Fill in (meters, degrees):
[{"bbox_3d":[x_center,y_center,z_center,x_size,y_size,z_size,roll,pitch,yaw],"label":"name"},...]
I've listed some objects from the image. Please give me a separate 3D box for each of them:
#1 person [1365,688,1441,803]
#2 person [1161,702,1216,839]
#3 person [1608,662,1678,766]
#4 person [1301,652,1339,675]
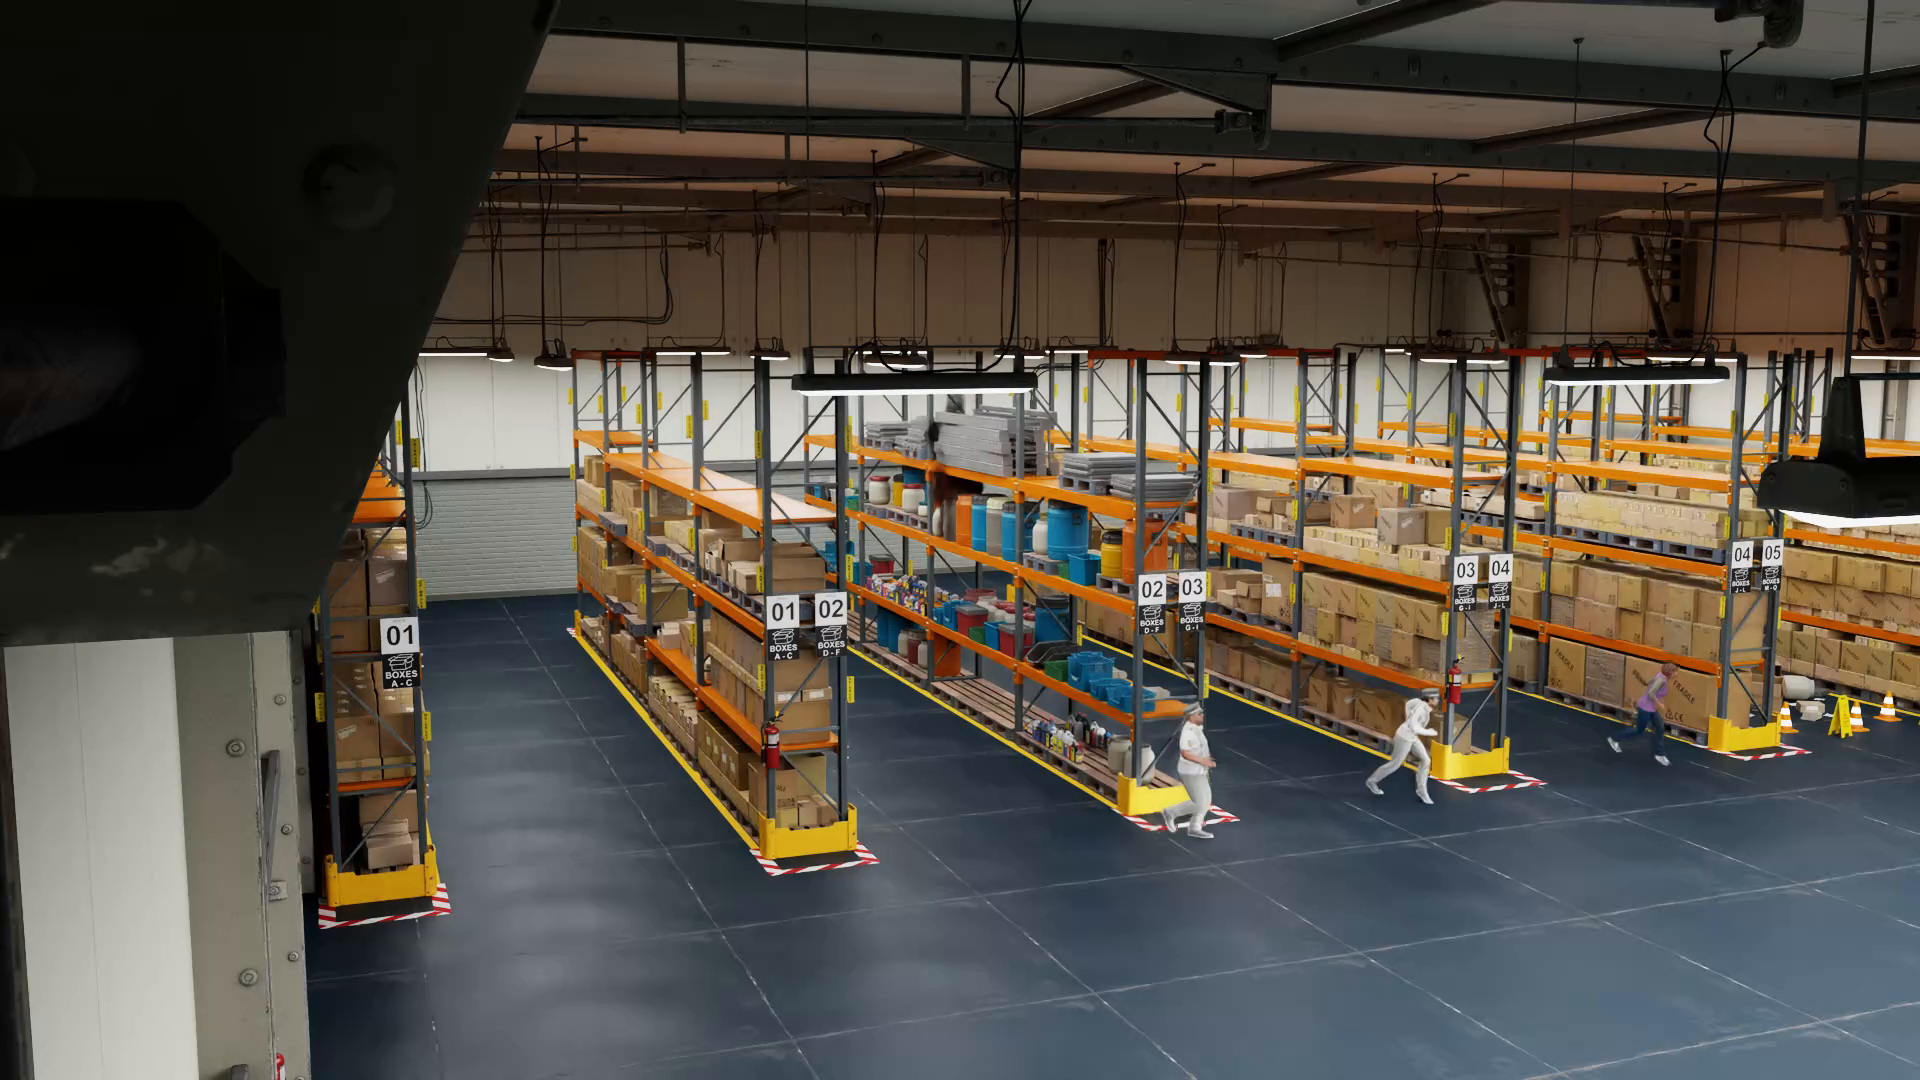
[{"bbox_3d":[6.017,2.774,22.603,0.961,1.623,0.657,3,8,19],"label":"person"},{"bbox_3d":[2.888,2.878,20.873,0.680,1.741,0.658,2,7,13],"label":"person"},{"bbox_3d":[10.102,2.540,24.633,0.914,1.547,0.570,4,8,26],"label":"person"},{"bbox_3d":[6.742,1.583,31.128,0.707,1.781,1.030,-5,9,-35],"label":"person"}]
